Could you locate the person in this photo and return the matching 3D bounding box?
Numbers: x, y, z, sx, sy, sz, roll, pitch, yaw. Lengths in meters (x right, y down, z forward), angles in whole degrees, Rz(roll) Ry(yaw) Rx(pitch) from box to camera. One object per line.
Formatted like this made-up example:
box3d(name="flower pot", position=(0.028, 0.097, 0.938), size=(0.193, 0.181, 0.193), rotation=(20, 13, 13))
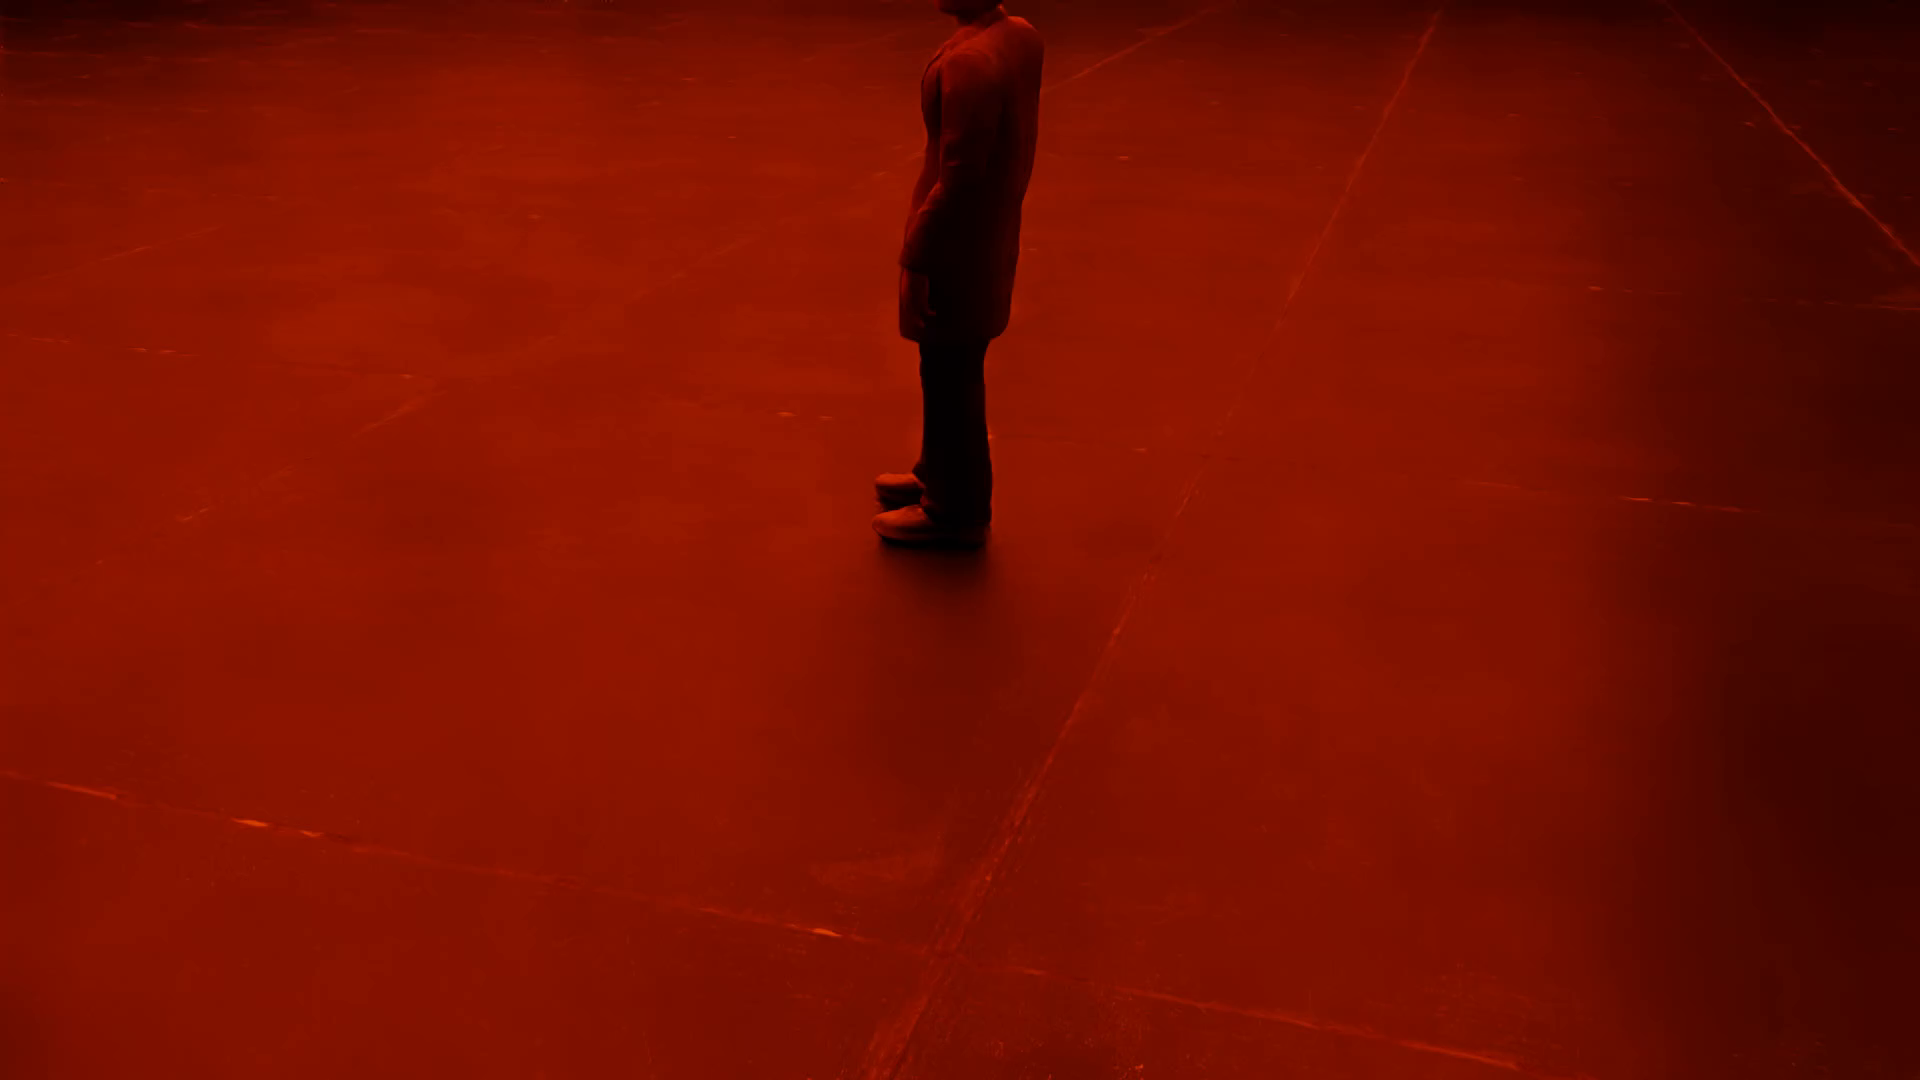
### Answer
box3d(name="person", position=(-0.086, -0.840, 4.808), size=(0.580, 1.776, 0.694), rotation=(7, 23, 16))
